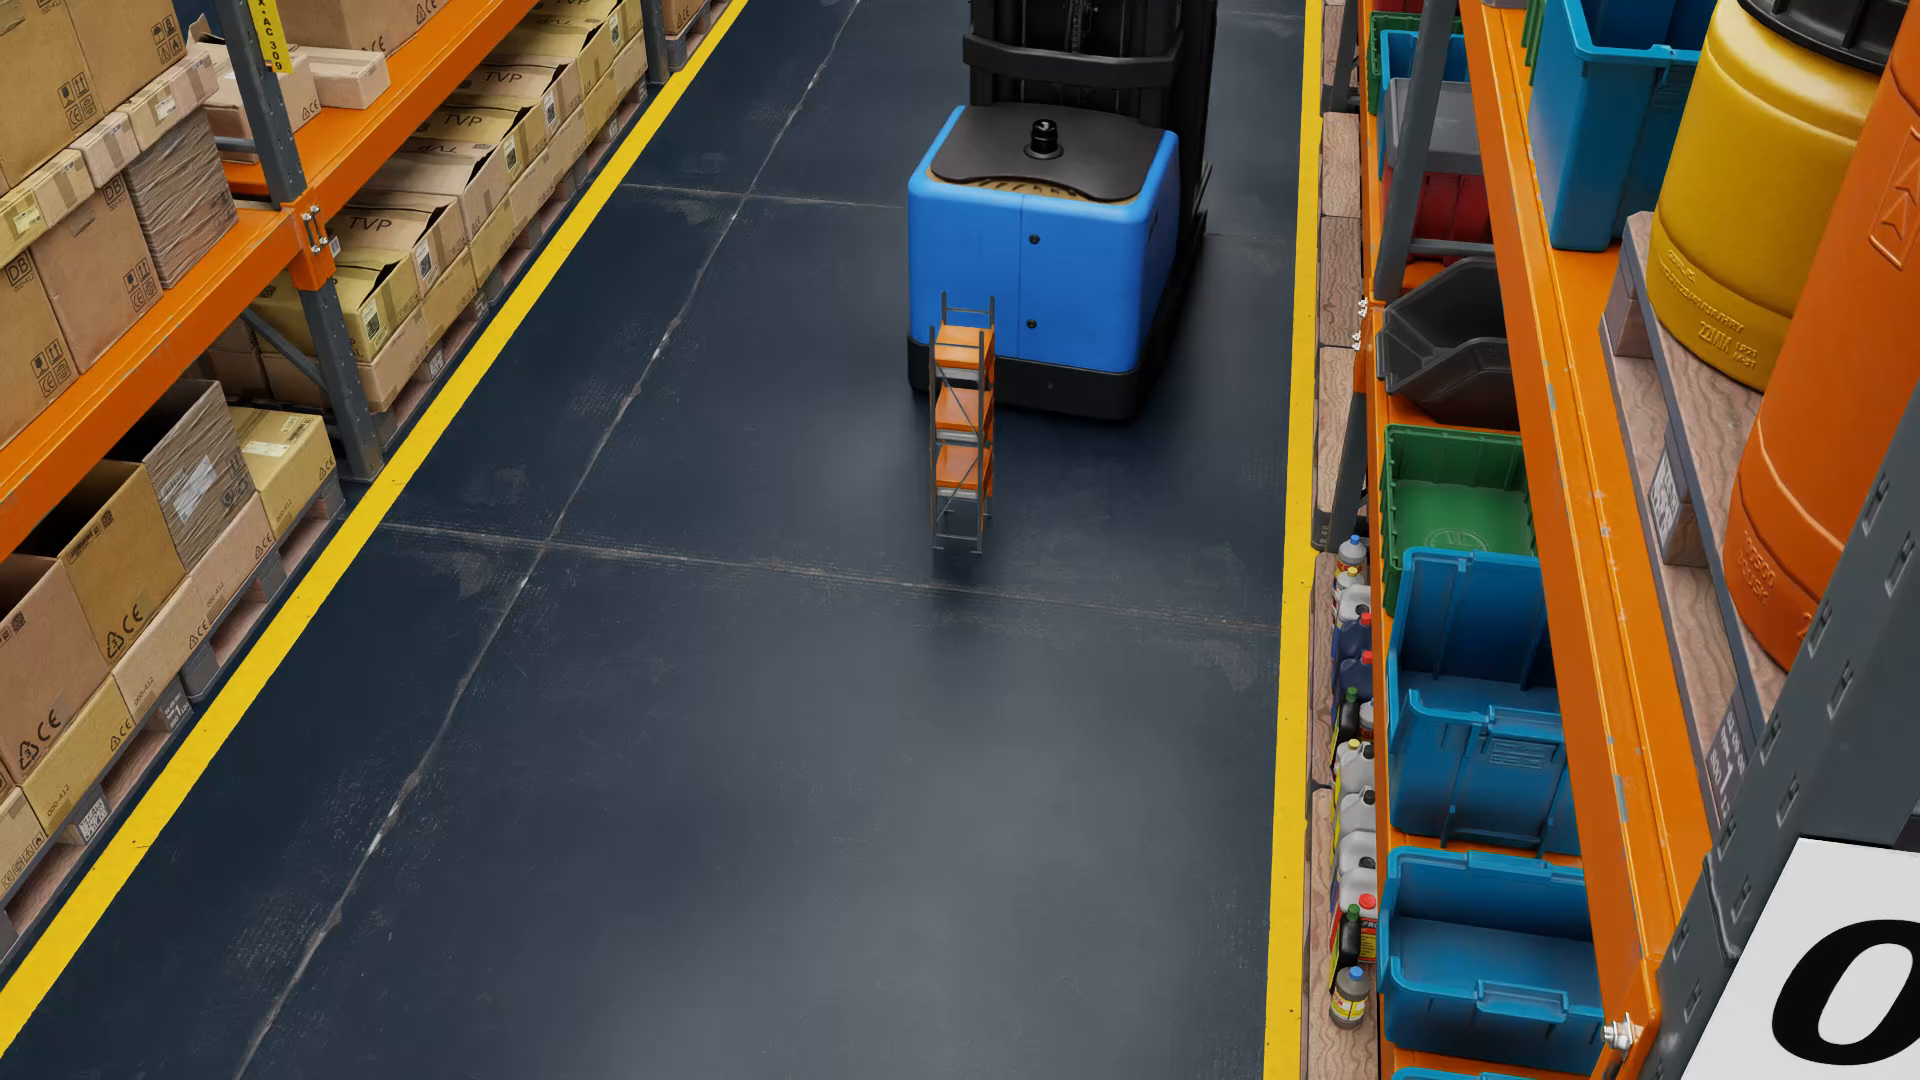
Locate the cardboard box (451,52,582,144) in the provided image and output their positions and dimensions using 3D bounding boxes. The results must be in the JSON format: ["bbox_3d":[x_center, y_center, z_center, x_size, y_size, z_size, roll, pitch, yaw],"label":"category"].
[{"bbox_3d":[-2.296,-2.316,8.586,0.500,0.311,0.500,6,40,7],"label":"cardboard box"}]

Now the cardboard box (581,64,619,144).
[{"bbox_3d":[-2.211,-2.419,9.150,0.500,0.250,0.500,6,40,7],"label":"cardboard box"}]

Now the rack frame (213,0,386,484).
[{"bbox_3d":[-2.966,-1.487,6.195,1.000,3.000,0.127,6,40,8],"label":"rack frame"}]

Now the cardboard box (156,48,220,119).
[{"bbox_3d":[-2.803,-1.581,5.721,0.380,0.149,0.250,6,40,8],"label":"cardboard box"}]

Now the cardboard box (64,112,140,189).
[{"bbox_3d":[-2.890,-1.262,5.335,0.380,0.149,0.250,5,40,6],"label":"cardboard box"}]

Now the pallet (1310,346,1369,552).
[{"bbox_3d":[2.009,-0.361,7.021,1.003,0.211,1.213,6,40,8],"label":"pallet"}]

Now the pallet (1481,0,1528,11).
[{"bbox_3d":[1.883,-1.558,4.075,1.213,0.211,1.003,6,40,8],"label":"pallet"}]

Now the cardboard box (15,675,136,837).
[{"bbox_3d":[-3.086,0.668,5.416,0.500,0.250,0.500,6,40,8],"label":"cardboard box"}]

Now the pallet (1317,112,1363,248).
[{"bbox_3d":[2.431,-1.892,8.873,1.003,0.211,1.213,6,40,8],"label":"pallet"}]

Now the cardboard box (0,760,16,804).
[{"bbox_3d":[-3.188,0.691,4.800,0.500,0.500,0.500,6,40,8],"label":"cardboard box"}]

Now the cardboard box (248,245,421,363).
[{"bbox_3d":[-2.650,-1.037,7.039,0.500,0.311,0.500,7,40,8],"label":"cardboard box"}]

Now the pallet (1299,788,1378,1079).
[{"bbox_3d":[1.545,1.321,4.987,1.003,0.211,1.213,6,40,8],"label":"pallet"}]

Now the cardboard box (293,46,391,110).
[{"bbox_3d":[-2.612,-1.924,6.920,0.380,0.149,0.250,6,40,8],"label":"cardboard box"}]

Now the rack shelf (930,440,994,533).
[{"bbox_3d":[0.009,-0.216,6.640,0.215,0.259,0.240,6,40,8],"label":"rack shelf"}]

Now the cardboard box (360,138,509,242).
[{"bbox_3d":[-2.469,-1.676,7.811,0.500,0.311,0.500,5,40,6],"label":"cardboard box"}]

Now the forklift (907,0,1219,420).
[{"bbox_3d":[0.650,-2.600,7.594,1.130,2.935,3.031,10,41,12],"label":"forklift"}]

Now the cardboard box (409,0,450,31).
[{"bbox_3d":[-2.640,-2.651,7.524,0.500,0.500,0.500,6,40,8],"label":"cardboard box"}]

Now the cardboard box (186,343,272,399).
[{"bbox_3d":[-3.180,-0.881,7.290,0.500,0.250,0.500,6,40,7],"label":"cardboard box"}]

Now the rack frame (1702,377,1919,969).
[{"bbox_3d":[1.219,-0.740,0.583,1.000,3.000,0.127,6,40,8],"label":"rack frame"}]

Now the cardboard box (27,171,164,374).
[{"bbox_3d":[-3.122,-0.915,5.424,0.700,0.500,0.500,6,40,7],"label":"cardboard box"}]

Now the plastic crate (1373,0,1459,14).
[{"bbox_3d":[2.023,-2.493,7.361,0.402,0.464,0.583,6,40,8],"label":"plastic crate"}]

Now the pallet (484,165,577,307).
[{"bbox_3d":[-2.669,-1.647,8.576,1.003,0.211,1.213,6,40,8],"label":"pallet"}]

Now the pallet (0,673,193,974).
[{"bbox_3d":[-3.354,0.850,5.556,1.003,0.211,1.213,6,40,8],"label":"pallet"}]

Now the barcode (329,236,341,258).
[{"bbox_3d":[-2.512,-1.178,6.683,0.001,0.075,0.075,6,40,8],"label":"barcode"}]

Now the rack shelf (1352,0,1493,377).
[{"bbox_3d":[2.258,-1.917,7.279,1.077,0.370,4.000,6,40,8],"label":"rack shelf"}]

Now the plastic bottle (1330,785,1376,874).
[{"bbox_3d":[1.225,0.876,5.071,0.144,0.351,0.185,8,40,10],"label":"plastic bottle"}]

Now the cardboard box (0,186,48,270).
[{"bbox_3d":[-2.980,-0.943,4.949,0.380,0.149,0.250,6,40,7],"label":"cardboard box"}]

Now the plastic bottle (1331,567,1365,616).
[{"bbox_3d":[1.407,0.186,6.022,0.097,0.201,0.097,0,40,0],"label":"plastic bottle"}]

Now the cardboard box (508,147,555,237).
[{"bbox_3d":[-2.387,-1.780,8.377,0.500,0.250,0.500,7,40,9],"label":"cardboard box"}]

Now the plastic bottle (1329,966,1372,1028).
[{"bbox_3d":[1.105,1.280,4.699,0.097,0.201,0.097,0,40,0],"label":"plastic bottle"}]

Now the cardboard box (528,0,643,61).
[{"bbox_3d":[-2.122,-2.960,9.364,0.500,0.311,0.500,7,40,9],"label":"cardboard box"}]

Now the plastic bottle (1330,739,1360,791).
[{"bbox_3d":[1.258,0.725,5.370,0.097,0.201,0.097,0,40,0],"label":"plastic bottle"}]

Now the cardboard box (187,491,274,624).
[{"bbox_3d":[-2.928,0.039,6.178,0.500,0.250,0.500,6,40,8],"label":"cardboard box"}]

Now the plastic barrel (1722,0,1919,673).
[{"bbox_3d":[1.178,-0.231,1.654,0.600,0.830,0.708,6,40,8],"label":"plastic barrel"}]

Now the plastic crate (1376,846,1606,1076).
[{"bbox_3d":[1.129,0.875,3.454,0.499,0.251,0.408,6,40,8],"label":"plastic crate"}]

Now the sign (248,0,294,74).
[{"bbox_3d":[-2.420,-1.791,5.821,0.100,0.325,0.005,6,40,8],"label":"sign"}]

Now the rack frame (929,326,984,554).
[{"bbox_3d":[-0.012,-0.362,6.363,0.200,1.050,0.008,6,40,8],"label":"rack frame"}]

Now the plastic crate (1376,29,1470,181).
[{"bbox_3d":[1.796,-1.659,6.415,0.392,0.384,0.575,6,40,8],"label":"plastic crate"}]

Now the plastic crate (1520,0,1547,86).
[{"bbox_3d":[1.370,-1.053,3.482,0.336,0.188,0.450,6,40,8],"label":"plastic crate"}]

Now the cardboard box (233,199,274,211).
[{"bbox_3d":[-3.095,-1.418,7.500,0.500,0.311,0.500,7,40,9],"label":"cardboard box"}]

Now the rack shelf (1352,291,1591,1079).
[{"bbox_3d":[1.565,0.594,4.242,1.077,0.370,4.000,6,40,8],"label":"rack shelf"}]

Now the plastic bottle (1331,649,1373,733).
[{"bbox_3d":[1.330,0.492,5.534,0.144,0.351,0.185,5,40,6],"label":"plastic bottle"}]

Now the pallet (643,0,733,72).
[{"bbox_3d":[-2.108,-3.387,10.681,1.003,0.211,1.213,6,40,8],"label":"pallet"}]

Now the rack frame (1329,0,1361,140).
[{"bbox_3d":[2.604,-3.449,8.567,1.000,3.000,0.127,6,40,8],"label":"rack frame"}]

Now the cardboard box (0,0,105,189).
[{"bbox_3d":[-3.123,-1.429,5.028,0.700,0.500,0.500,6,40,8],"label":"cardboard box"}]

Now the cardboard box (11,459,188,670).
[{"bbox_3d":[-3.012,0.064,5.559,0.500,0.500,0.500,6,40,8],"label":"cardboard box"}]

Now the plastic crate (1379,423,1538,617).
[{"bbox_3d":[1.399,-0.036,4.606,0.450,0.188,0.662,6,40,8],"label":"plastic crate"}]

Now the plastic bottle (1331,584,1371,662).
[{"bbox_3d":[1.396,0.299,5.826,0.152,0.276,0.135,8,40,9],"label":"plastic bottle"}]

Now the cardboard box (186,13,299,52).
[{"bbox_3d":[-2.995,-2.007,6.929,0.396,0.266,0.258,5,40,7],"label":"cardboard box"}]

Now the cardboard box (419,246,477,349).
[{"bbox_3d":[-2.563,-1.136,7.598,0.500,0.250,0.500,7,40,9],"label":"cardboard box"}]

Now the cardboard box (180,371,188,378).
[{"bbox_3d":[-3.355,-0.622,6.388,0.500,0.500,0.500,6,40,8],"label":"cardboard box"}]

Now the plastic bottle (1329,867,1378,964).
[{"bbox_3d":[1.176,1.096,4.863,0.152,0.276,0.135,7,40,8],"label":"plastic bottle"}]

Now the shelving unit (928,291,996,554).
[{"bbox_3d":[0.009,-0.438,6.456,0.215,1.050,0.252,6,40,8],"label":"shelving unit"}]

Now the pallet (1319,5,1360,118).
[{"bbox_3d":[2.699,-2.874,10.060,1.003,0.211,1.213,6,40,8],"label":"pallet"}]
